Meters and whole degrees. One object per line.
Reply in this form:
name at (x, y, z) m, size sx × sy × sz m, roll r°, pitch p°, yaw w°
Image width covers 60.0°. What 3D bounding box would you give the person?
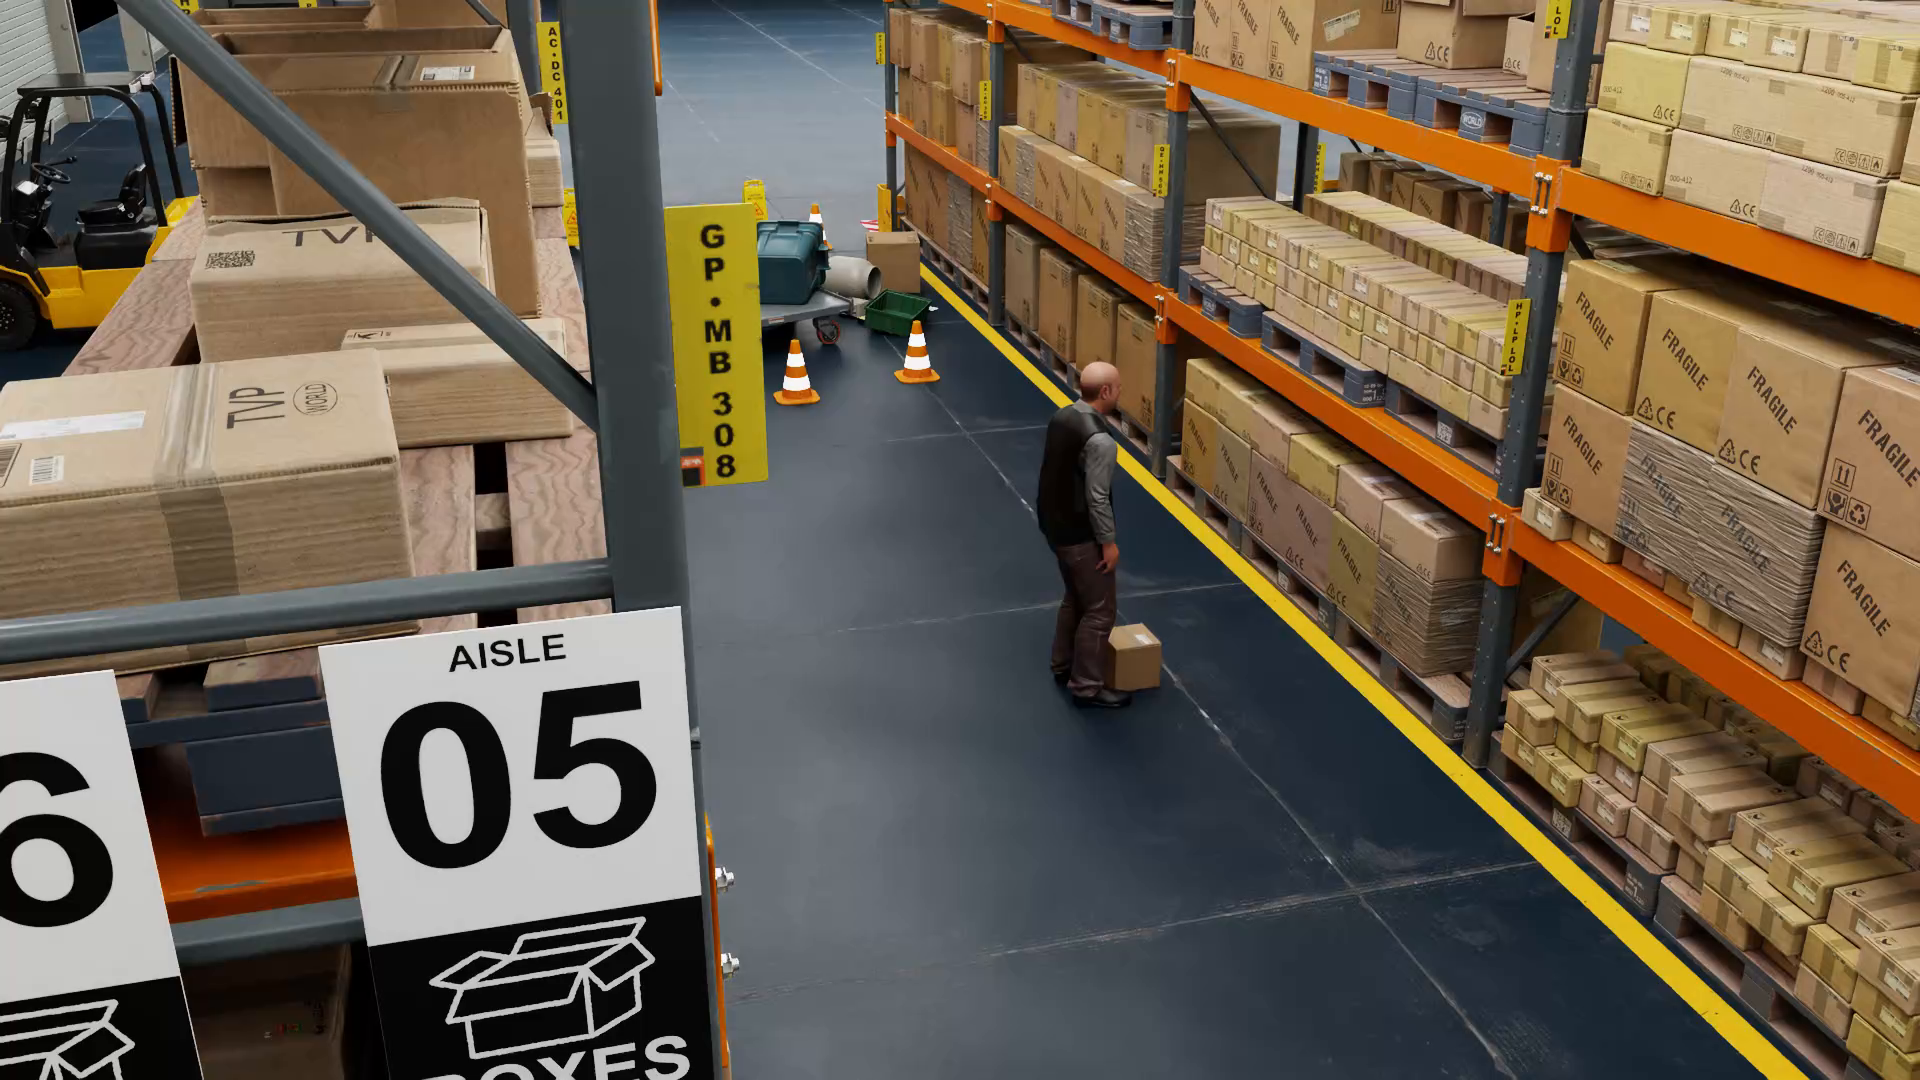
person at (0.600, -0.037, 8.215) m, size 0.426 × 1.719 × 0.580 m, roll -7°, pitch 24°, yaw -17°
